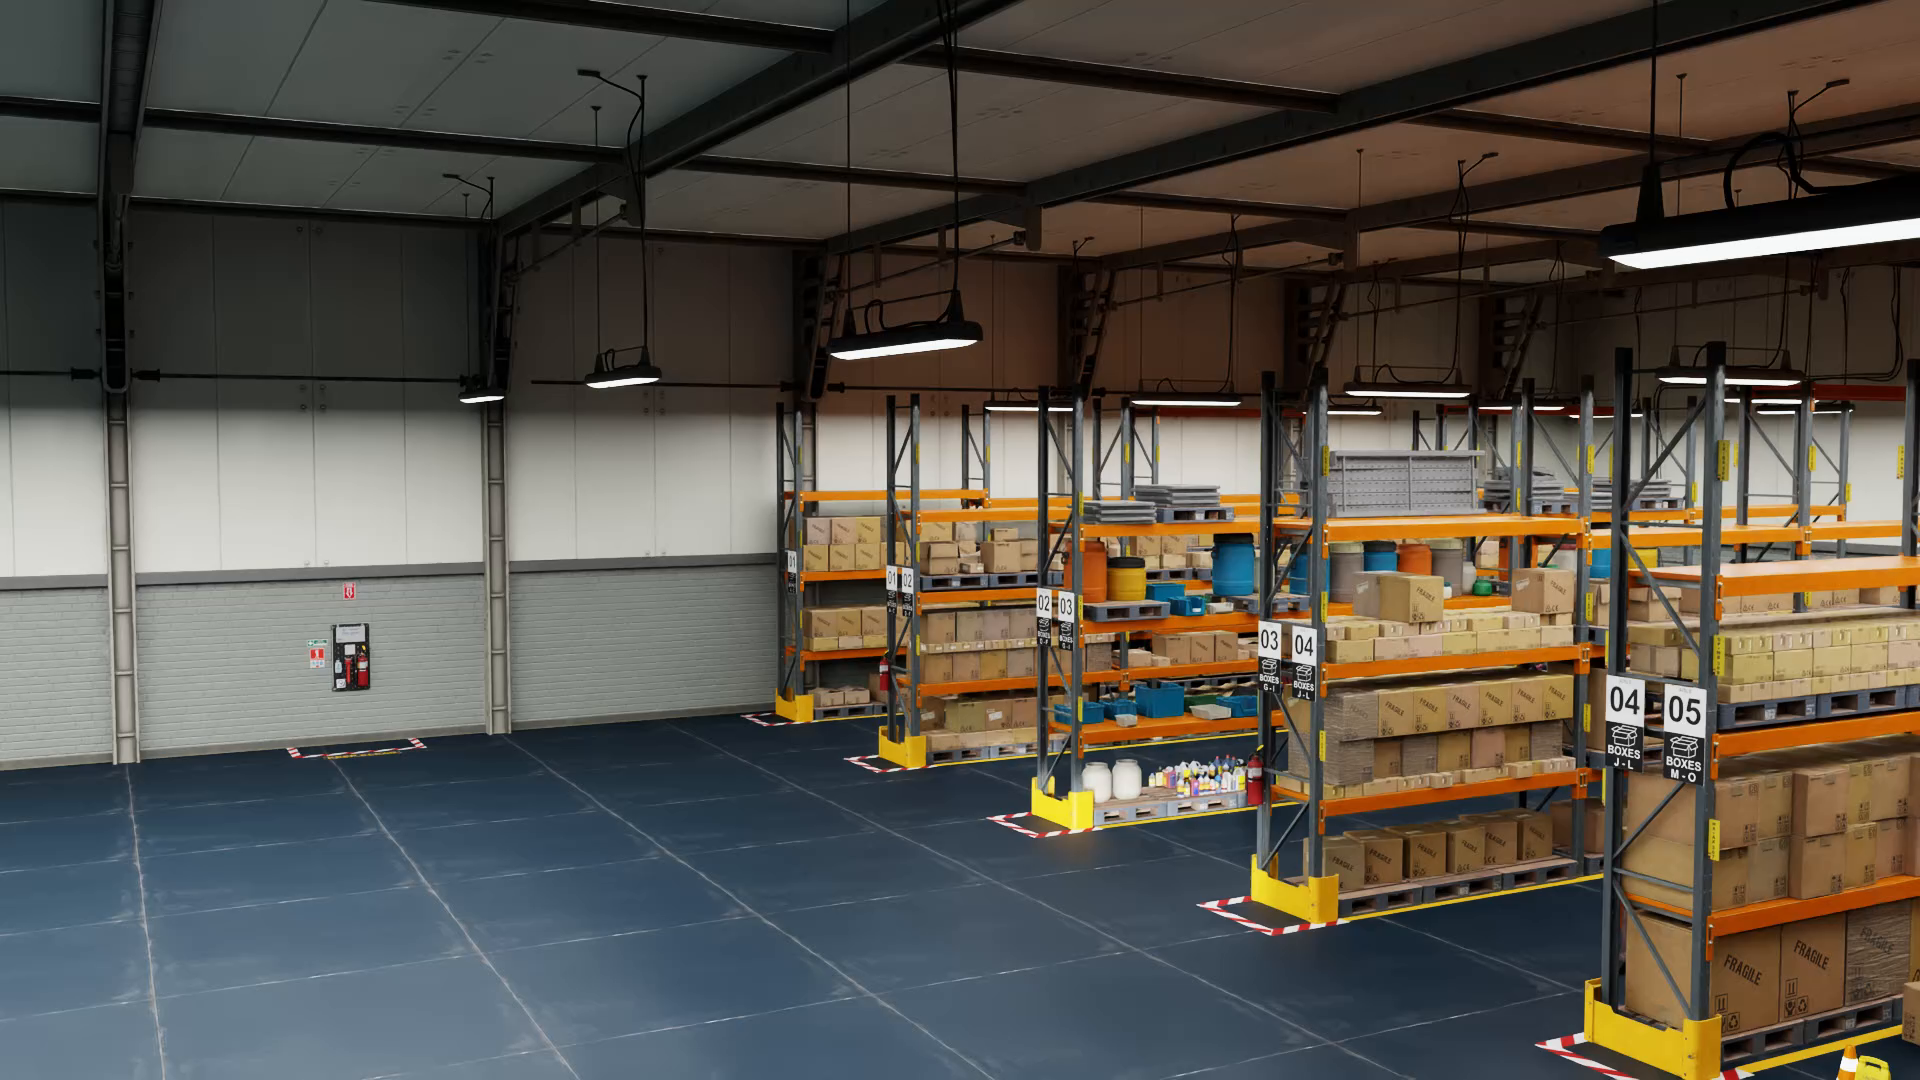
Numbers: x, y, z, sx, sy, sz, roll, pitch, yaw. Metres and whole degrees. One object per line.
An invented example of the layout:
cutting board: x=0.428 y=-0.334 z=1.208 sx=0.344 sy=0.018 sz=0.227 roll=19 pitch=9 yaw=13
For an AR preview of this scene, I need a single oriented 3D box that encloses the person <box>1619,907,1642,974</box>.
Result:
person: x=6.695 y=3.393 z=16.269 sx=0.632 sy=1.748 sz=0.591 roll=-1 pitch=3 yaw=-15
